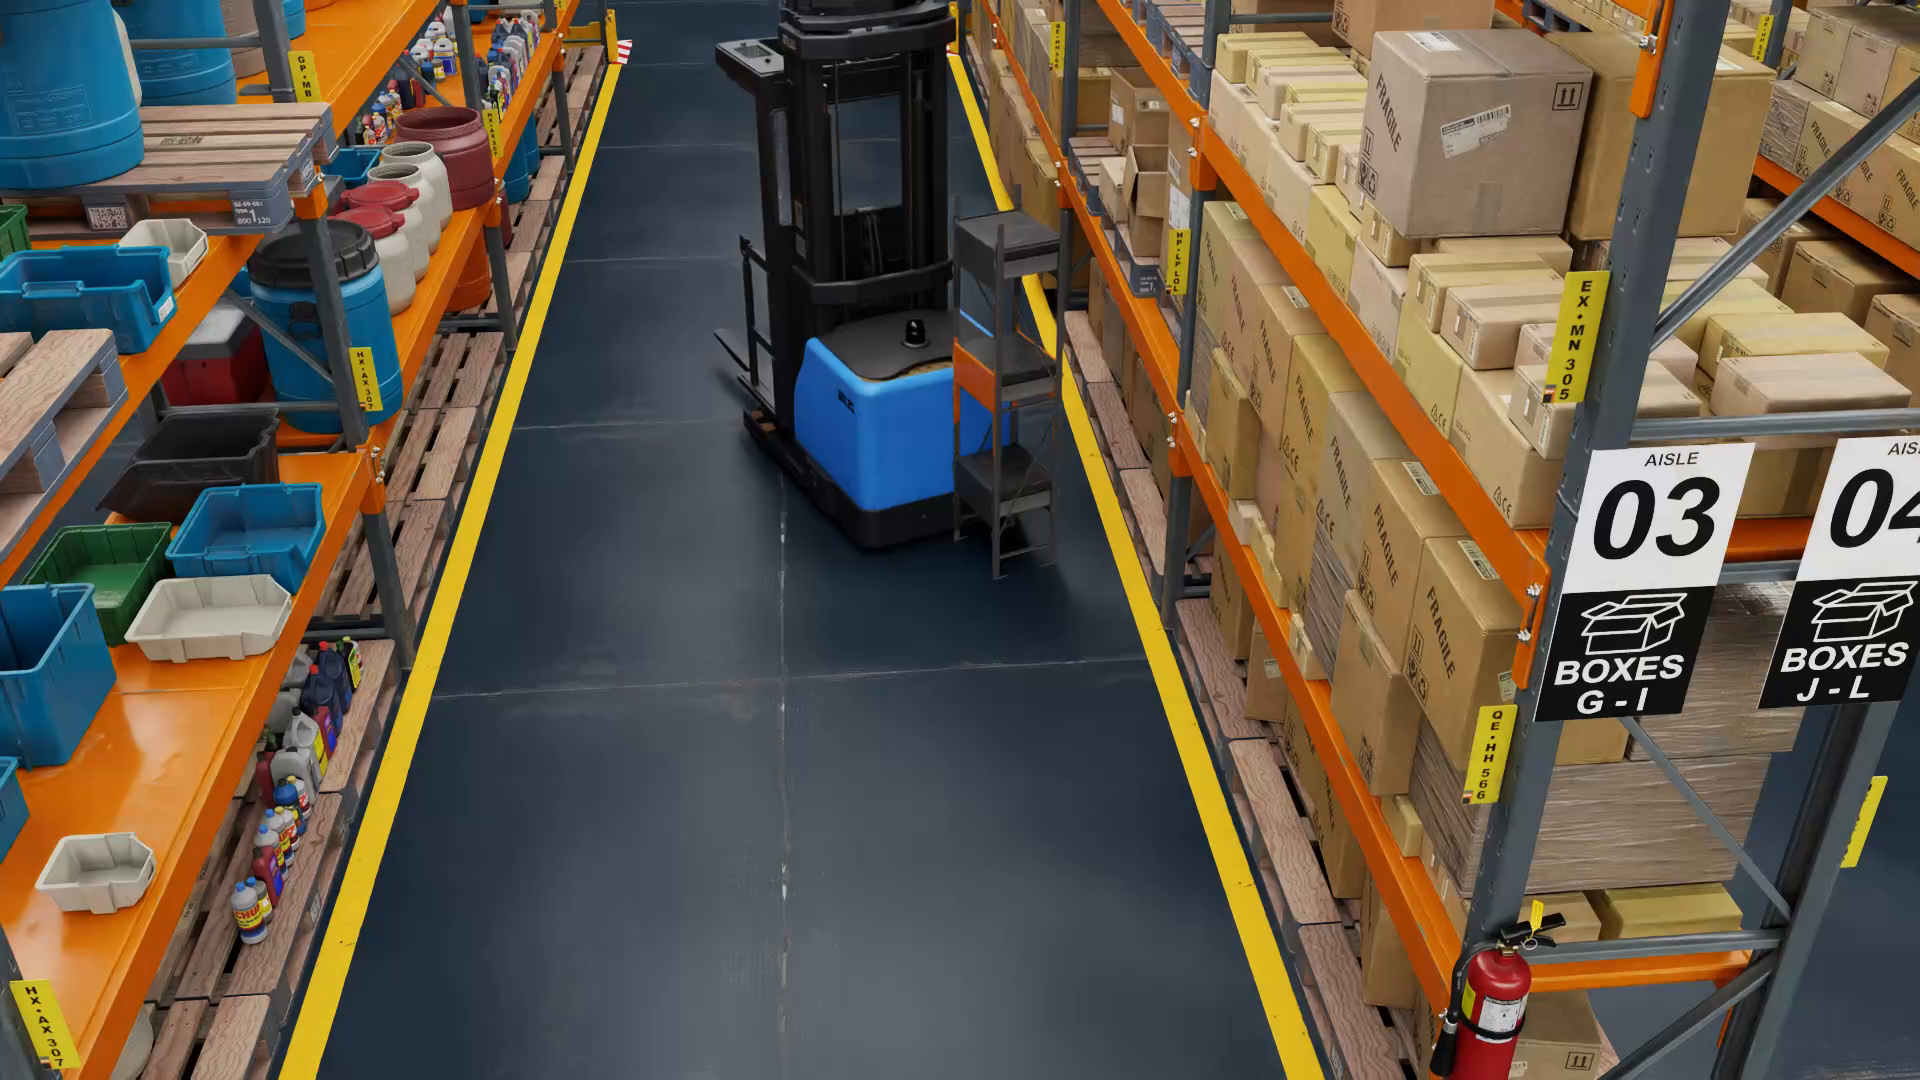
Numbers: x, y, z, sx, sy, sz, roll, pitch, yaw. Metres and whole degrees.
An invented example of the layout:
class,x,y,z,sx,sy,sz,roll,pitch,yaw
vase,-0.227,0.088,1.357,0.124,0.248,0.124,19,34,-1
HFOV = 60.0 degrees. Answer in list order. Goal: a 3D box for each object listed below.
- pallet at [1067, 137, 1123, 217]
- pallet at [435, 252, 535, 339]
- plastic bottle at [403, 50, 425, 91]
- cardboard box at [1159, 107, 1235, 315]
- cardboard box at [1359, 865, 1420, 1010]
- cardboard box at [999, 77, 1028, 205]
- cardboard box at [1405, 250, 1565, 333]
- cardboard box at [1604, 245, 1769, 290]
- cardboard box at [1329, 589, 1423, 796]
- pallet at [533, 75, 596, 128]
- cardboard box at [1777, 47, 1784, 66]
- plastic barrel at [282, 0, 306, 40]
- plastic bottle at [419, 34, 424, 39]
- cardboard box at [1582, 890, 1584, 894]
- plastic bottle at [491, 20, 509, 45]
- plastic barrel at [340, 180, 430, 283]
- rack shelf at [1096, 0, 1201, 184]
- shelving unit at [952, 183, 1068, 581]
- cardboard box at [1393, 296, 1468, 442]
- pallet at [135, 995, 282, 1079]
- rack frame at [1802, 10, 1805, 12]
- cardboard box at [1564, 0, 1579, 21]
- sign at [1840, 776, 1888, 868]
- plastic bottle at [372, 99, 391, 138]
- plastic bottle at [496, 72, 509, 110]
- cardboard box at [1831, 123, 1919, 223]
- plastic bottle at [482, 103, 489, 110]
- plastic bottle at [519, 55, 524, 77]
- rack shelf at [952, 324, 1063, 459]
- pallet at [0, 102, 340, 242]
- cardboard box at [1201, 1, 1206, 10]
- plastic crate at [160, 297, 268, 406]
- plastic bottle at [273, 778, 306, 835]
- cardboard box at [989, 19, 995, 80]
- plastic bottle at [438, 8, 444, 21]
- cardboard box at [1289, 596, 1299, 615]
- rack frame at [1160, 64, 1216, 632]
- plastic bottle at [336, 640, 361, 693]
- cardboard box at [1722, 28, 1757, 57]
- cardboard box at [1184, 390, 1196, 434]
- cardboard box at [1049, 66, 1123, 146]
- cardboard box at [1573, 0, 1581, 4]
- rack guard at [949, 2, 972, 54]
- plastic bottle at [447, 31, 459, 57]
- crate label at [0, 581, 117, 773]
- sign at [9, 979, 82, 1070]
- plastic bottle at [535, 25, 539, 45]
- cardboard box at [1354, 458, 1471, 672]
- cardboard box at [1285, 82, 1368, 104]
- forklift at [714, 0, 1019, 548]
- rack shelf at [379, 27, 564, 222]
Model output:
class,x,y,z,sx,sy,sz,roll,pitch,yaw
pallet,1.388,-2.453,11.119,1.213,0.211,1.003,-3,31,-5
pallet,-3.831,-1.860,12.659,1.003,0.211,1.213,-3,31,-5
plastic bottle,-4.288,-3.651,12.986,0.144,0.351,0.185,-3,31,-5
cardboard box,1.654,-1.702,8.680,1.000,1.000,1.000,-3,31,-4
cardboard box,1.831,1.460,6.409,0.500,0.500,0.500,5,31,8
cardboard box,1.006,-3.423,14.217,1.225,0.875,0.875,-4,31,-6
cardboard box,1.537,-0.731,4.881,0.380,0.149,0.250,-3,31,-4
cardboard box,2.139,-0.759,4.927,0.380,0.149,0.250,-2,31,-3
cardboard box,1.773,0.488,5.620,0.875,0.500,0.500,-3,31,-5
pallet,-4.314,-4.500,17.078,1.003,0.211,1.213,-3,31,-5
cardboard box,6.291,-3.675,12.523,0.380,0.149,0.250,-1,31,-2
plastic barrel,-3.728,-3.035,8.492,0.600,0.901,0.708,-3,31,-5
plastic bottle,-4.397,-3.988,13.615,0.061,0.283,0.133,-3,31,-5
cardboard box,2.169,1.013,5.375,0.380,0.149,0.250,-3,31,-5
plastic bottle,-3.804,-4.123,13.776,0.144,0.351,0.185,-3,31,-5
plastic barrel,-3.322,-1.768,9.651,0.433,0.535,0.433,0,31,0
rack shelf,1.402,-2.852,9.376,1.077,0.370,4.000,-3,31,-5
shelving unit,0.255,-0.830,9.092,0.431,2.100,0.503,-15,34,-23
cardboard box,1.615,-0.522,4.920,0.500,0.250,0.500,-3,31,-4
pallet,-3.093,2.173,5.906,1.003,0.211,1.213,-3,31,-5
rack frame,10.335,-7.453,19.303,1.000,3.000,0.127,-3,31,-5
cardboard box,5.442,-4.574,14.319,0.380,0.149,0.250,-2,31,-4
sign,2.503,0.792,4.654,0.100,0.325,0.005,-3,31,-5
plastic bottle,-4.211,-3.065,12.081,0.097,0.271,0.097,0,31,0
plastic bottle,-3.497,-3.435,12.690,0.061,0.283,0.133,-3,31,-5
cardboard box,6.033,-2.364,10.685,0.500,0.500,0.500,-3,31,-5
plastic bottle,-3.420,-3.013,11.983,0.061,0.283,0.133,-3,31,-5
plastic bottle,-3.599,-3.858,13.477,0.097,0.201,0.097,0,31,0
rack shelf,0.255,-0.818,9.099,0.431,0.518,0.480,-15,34,-23
pallet,-3.177,-1.458,6.524,1.213,0.211,1.003,-3,31,-5
cardboard box,1.402,-2.738,8.204,0.396,0.266,0.258,-2,31,-3
plastic crate,-3.692,-0.875,8.227,0.402,0.464,0.583,-3,31,-5
plastic bottle,-2.888,1.140,7.148,0.097,0.271,0.097,0,31,0
cardboard box,0.776,-5.005,16.866,0.875,0.875,0.875,-3,31,-5
plastic bottle,-4.480,-4.441,14.374,0.061,0.283,0.133,-3,31,-5
cardboard box,1.532,0.271,6.617,0.380,0.149,0.250,-3,31,-5
rack frame,1.589,-0.852,8.251,1.000,3.000,0.127,-3,31,-5
plastic bottle,-2.969,0.592,8.053,0.061,0.283,0.133,-1,31,-2
cardboard box,5.661,-3.636,12.168,0.380,0.149,0.250,-4,31,-7
cardboard box,1.310,-0.620,8.108,0.380,0.149,0.250,-3,31,-5
cardboard box,0.923,-3.177,12.047,0.500,0.500,0.500,-2,31,-3
cardboard box,5.444,-4.703,14.244,0.380,0.149,0.250,-4,31,-7
rack guard,0.466,-5.918,19.170,1.175,0.500,0.348,-3,31,-5
plastic bottle,-4.269,-4.188,14.030,0.097,0.201,0.097,0,31,0
crate label,-3.410,0.486,5.977,0.502,0.435,0.616,-3,31,-5
sign,-2.420,1.284,4.404,0.100,0.325,0.005,-3,31,-5
plastic bottle,-3.693,-4.370,14.335,0.097,0.201,0.097,0,31,0
cardboard box,1.613,0.066,5.351,0.500,0.500,0.500,-3,31,-5
cardboard box,1.476,-1.670,6.454,0.380,0.149,0.250,-2,31,-3
forklift,-0.760,-1.946,10.149,1.130,2.935,3.031,-15,34,-23
rack shelf,-3.903,-3.369,13.167,1.077,0.370,4.000,-3,31,-5
